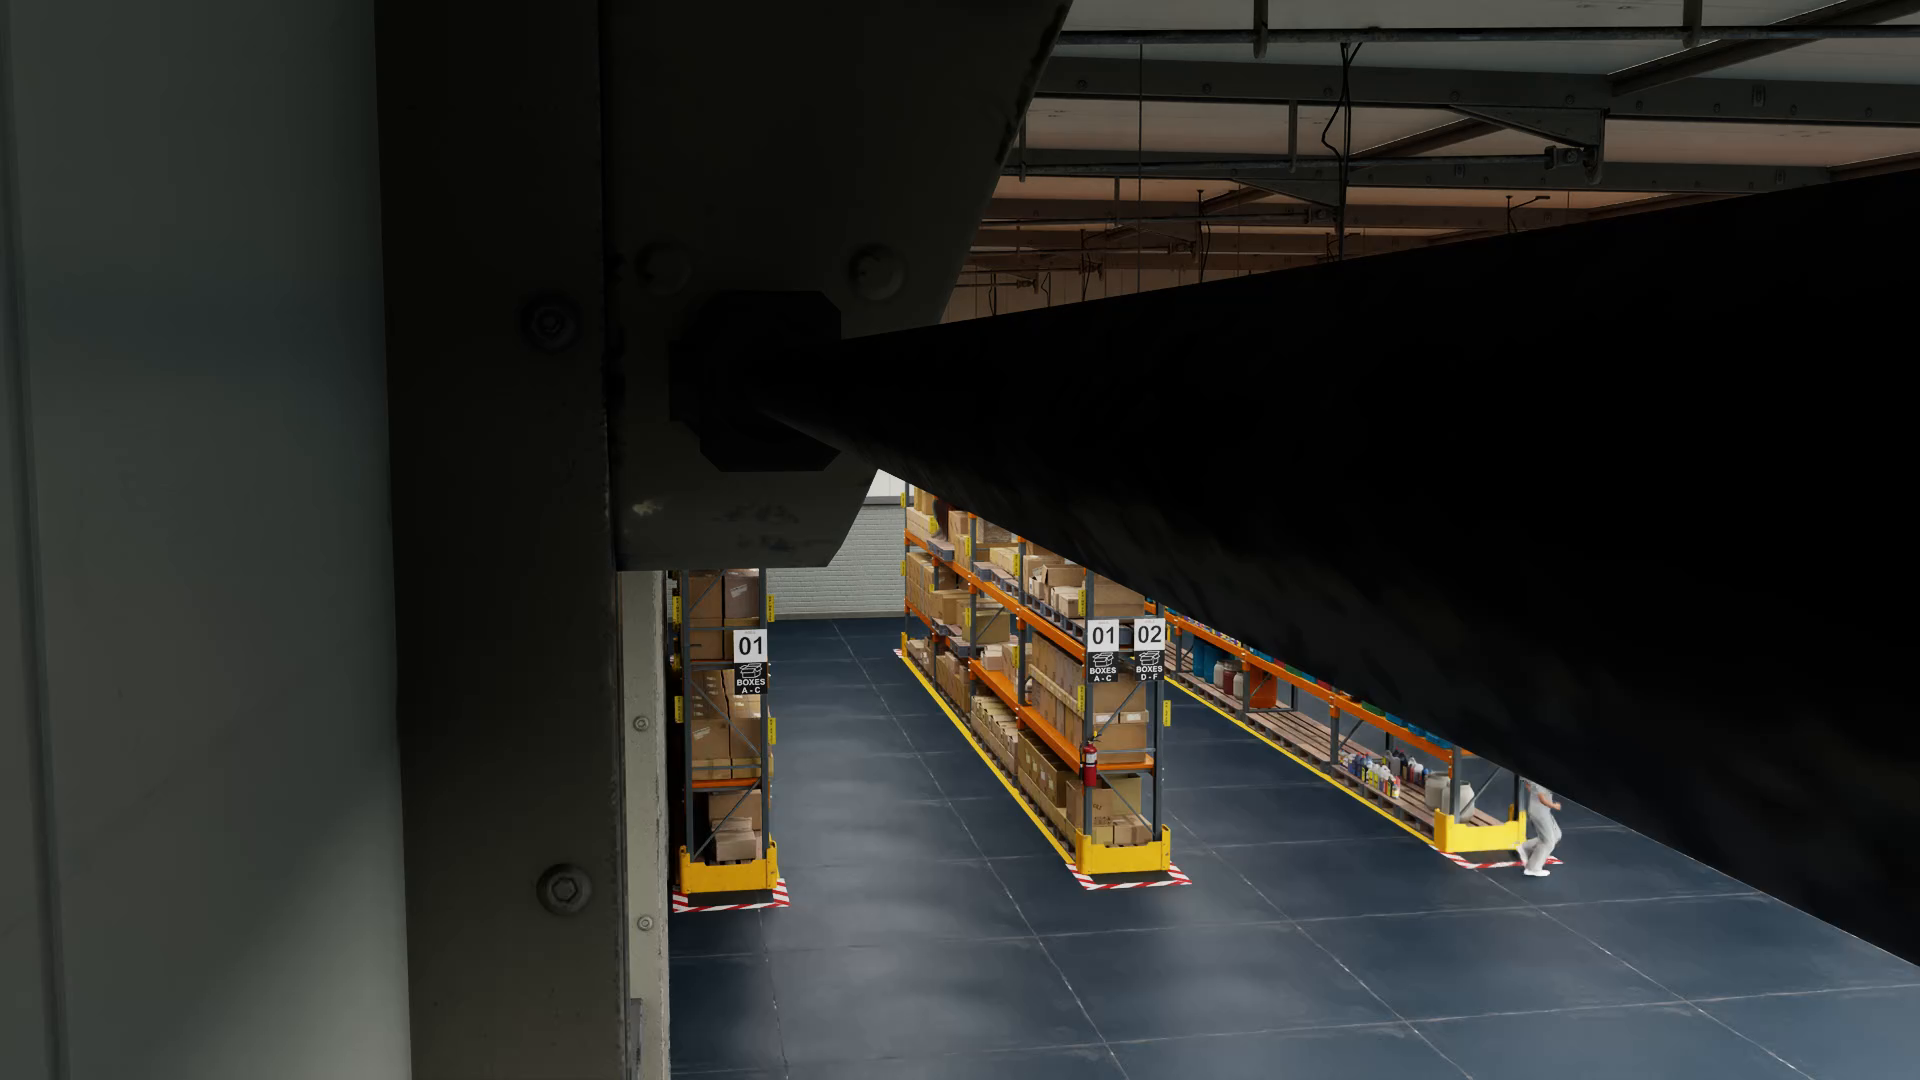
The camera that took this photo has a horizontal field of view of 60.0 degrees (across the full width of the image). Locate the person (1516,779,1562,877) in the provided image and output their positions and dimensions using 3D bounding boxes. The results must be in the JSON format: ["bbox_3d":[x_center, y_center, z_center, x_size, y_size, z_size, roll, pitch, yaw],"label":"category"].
[{"bbox_3d":[7.201,3.391,20.627,0.534,1.611,0.591,2,6,16],"label":"person"}]
